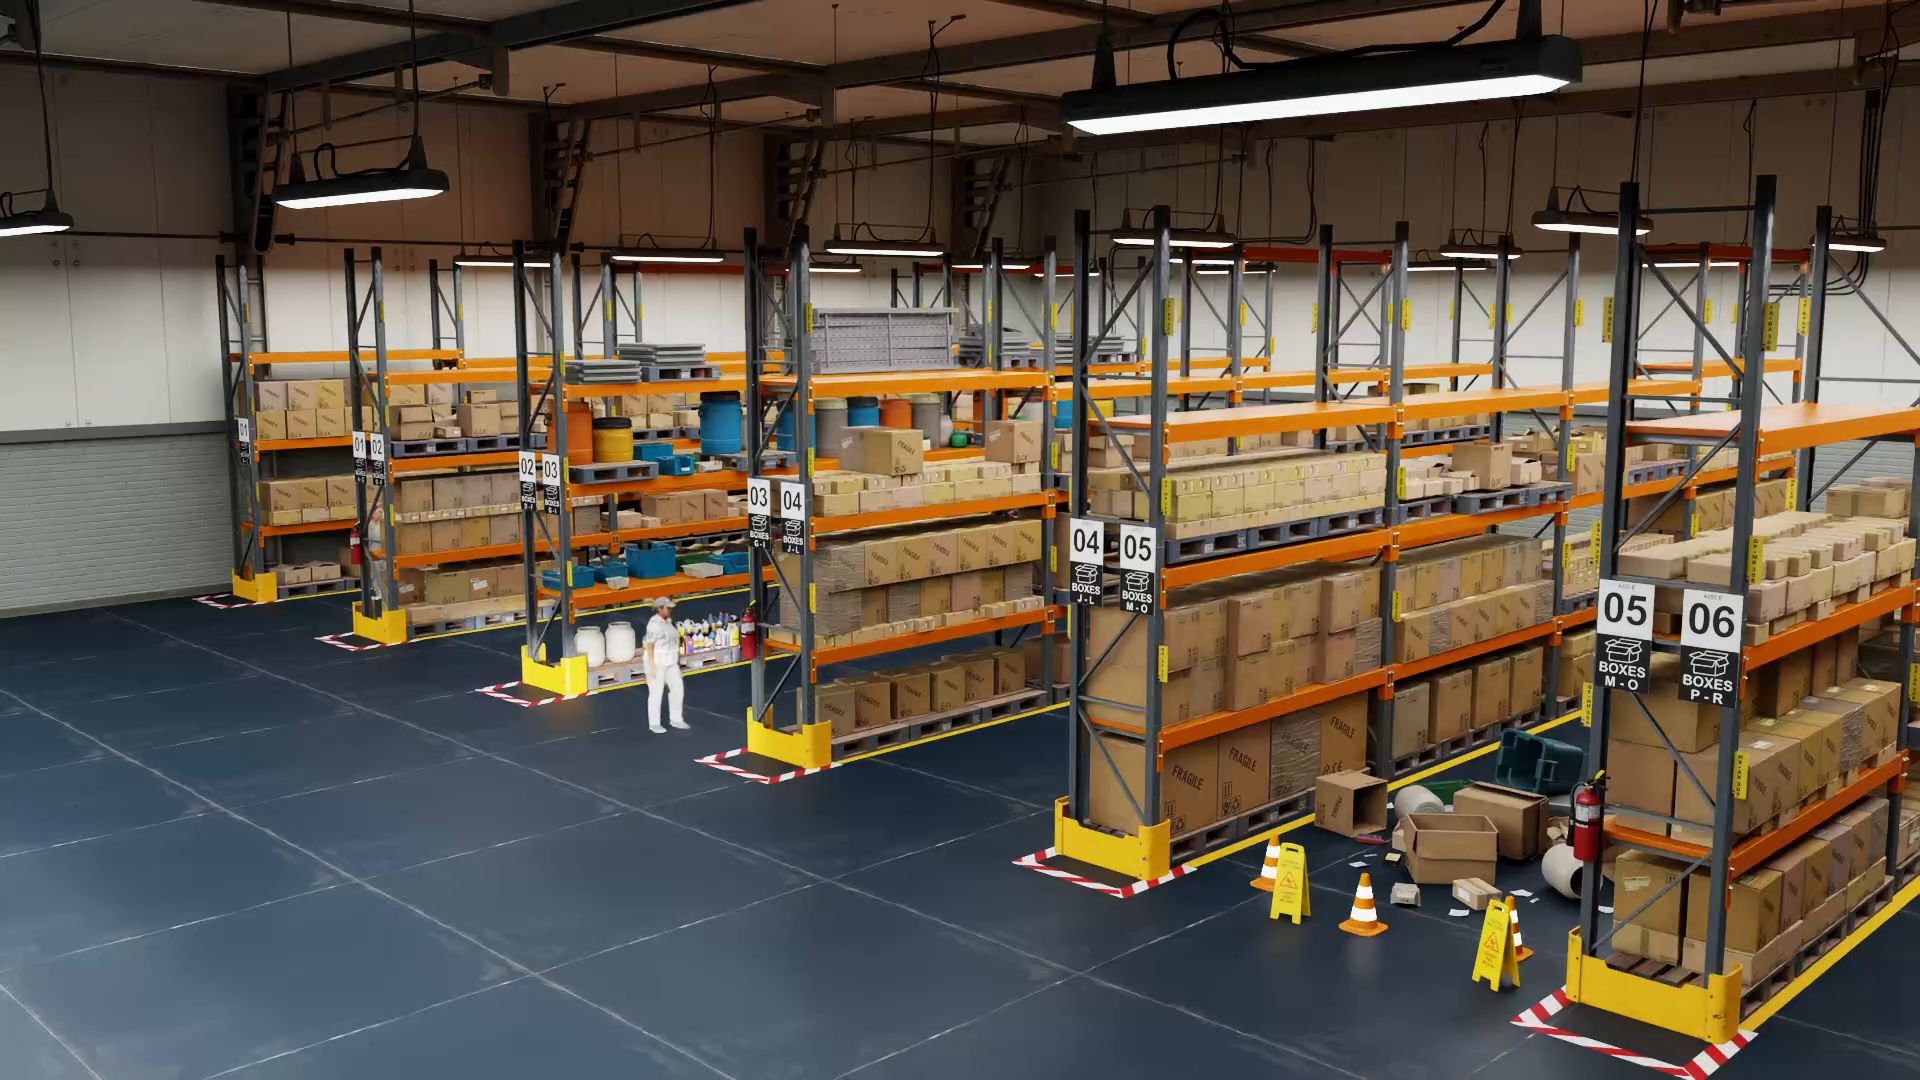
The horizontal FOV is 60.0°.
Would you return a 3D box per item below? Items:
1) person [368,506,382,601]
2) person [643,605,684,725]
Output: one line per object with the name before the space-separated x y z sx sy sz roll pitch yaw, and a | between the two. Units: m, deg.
person | -10.157 0.231 29.075 0.528 1.673 0.340 -4 9 -27
person | -3.622 1.484 20.164 0.381 1.577 0.586 4 9 24
